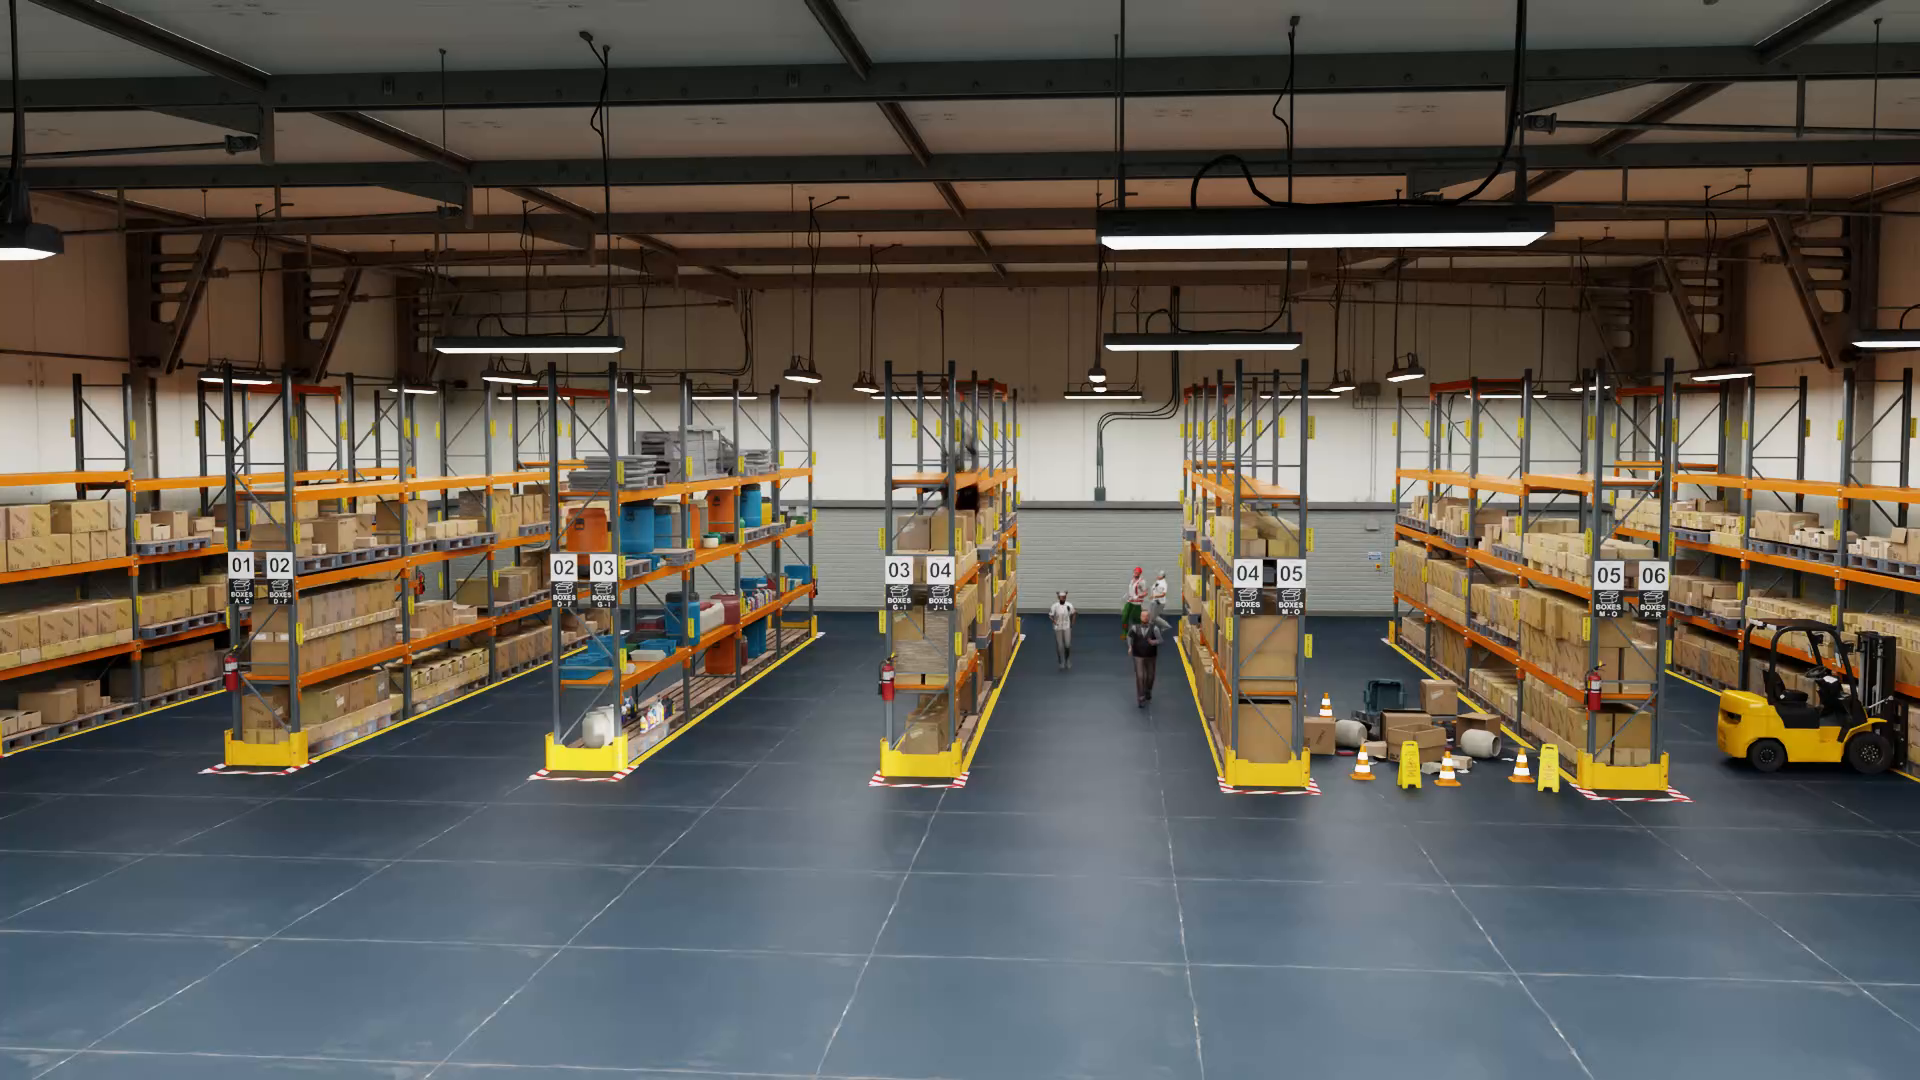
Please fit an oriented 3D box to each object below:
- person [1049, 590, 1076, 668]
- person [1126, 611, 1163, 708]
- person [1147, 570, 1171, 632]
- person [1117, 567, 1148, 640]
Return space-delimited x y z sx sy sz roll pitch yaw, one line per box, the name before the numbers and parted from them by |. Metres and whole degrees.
person | 2.147 1.872 34.880 0.579 1.669 0.612 0 4 3
person | 3.353 2.135 30.190 0.656 1.705 0.970 0 4 2
person | 4.805 1.530 40.751 0.757 1.610 0.733 0 4 0
person | 4.229 1.512 39.841 0.889 1.762 0.710 -3 5 -37
